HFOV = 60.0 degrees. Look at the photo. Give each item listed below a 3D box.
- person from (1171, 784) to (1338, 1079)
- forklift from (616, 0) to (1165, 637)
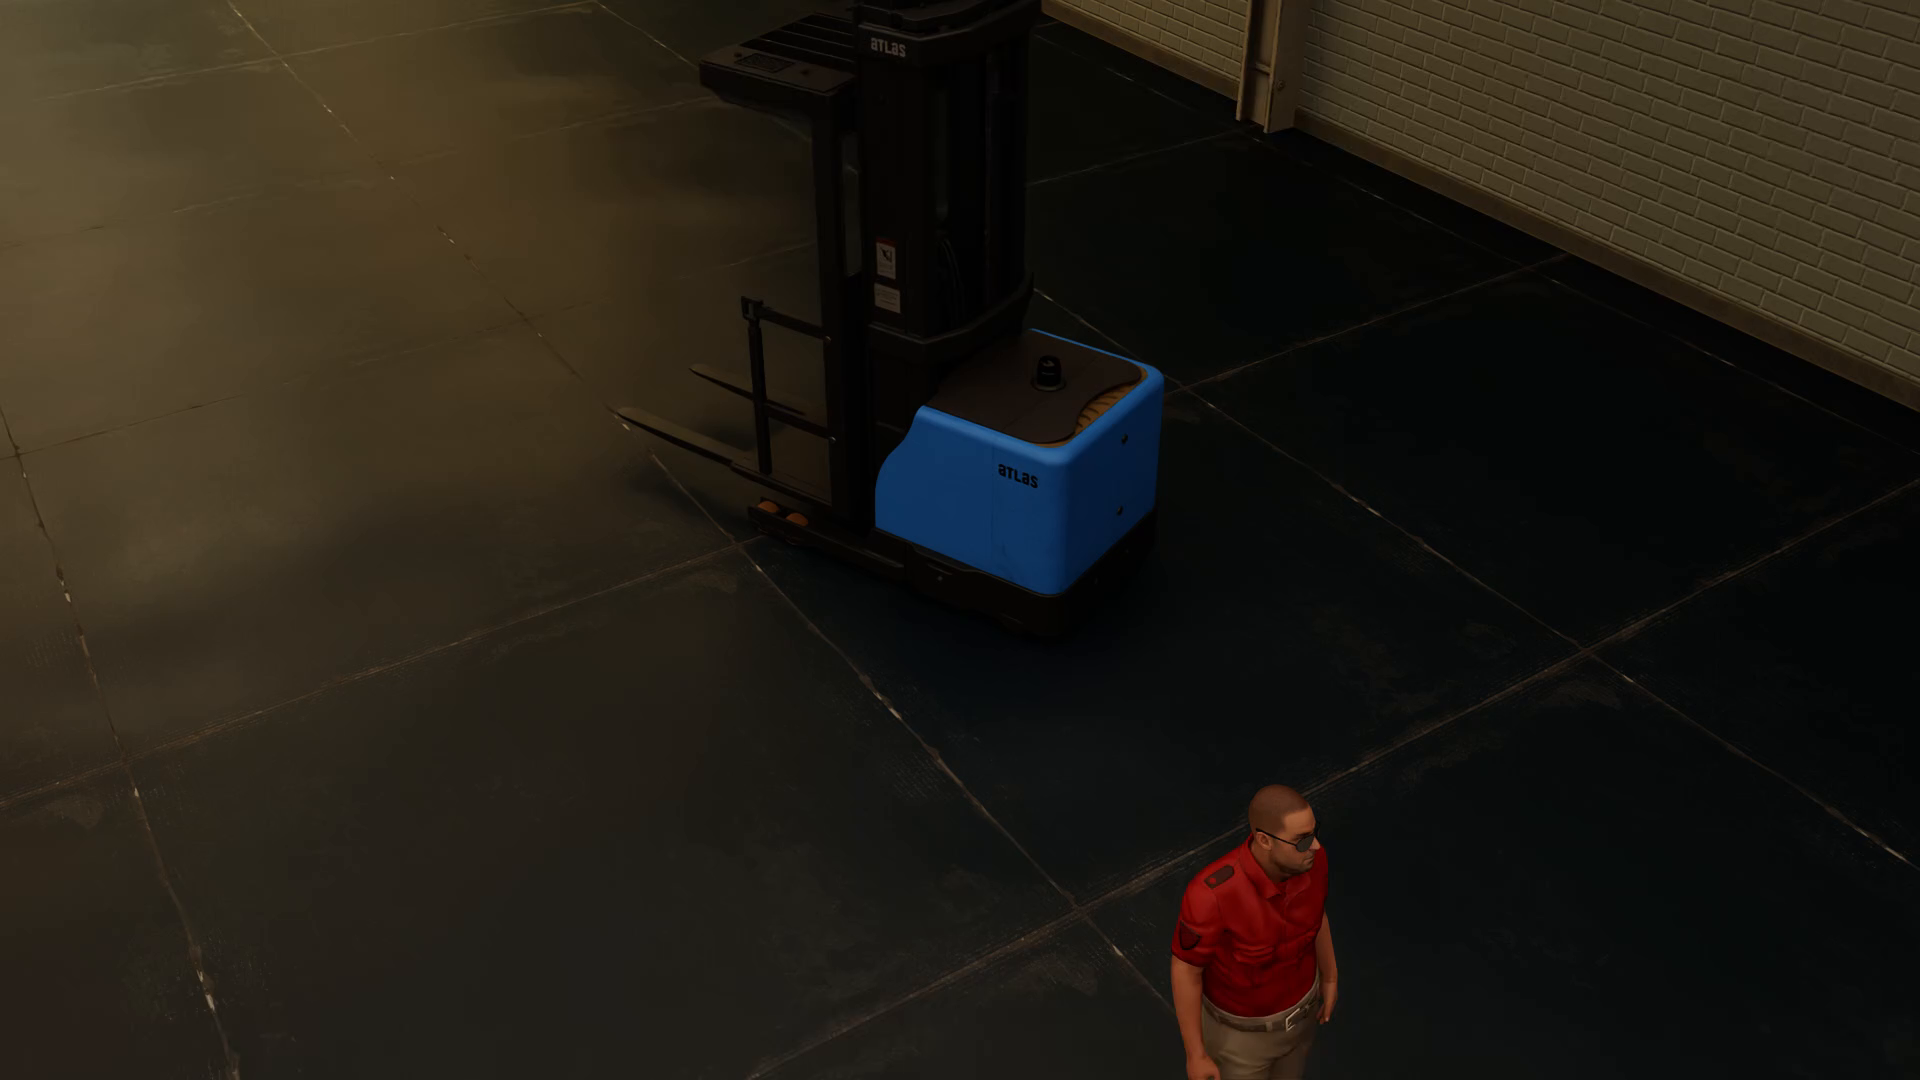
[{"bbox_3d":[0.956,1.503,5.041,0.641,1.727,0.551,-23,41,-29],"label":"person"},{"bbox_3d":[-0.500,-1.399,8.138,3.031,2.935,1.130,22,41,28],"label":"forklift"}]
